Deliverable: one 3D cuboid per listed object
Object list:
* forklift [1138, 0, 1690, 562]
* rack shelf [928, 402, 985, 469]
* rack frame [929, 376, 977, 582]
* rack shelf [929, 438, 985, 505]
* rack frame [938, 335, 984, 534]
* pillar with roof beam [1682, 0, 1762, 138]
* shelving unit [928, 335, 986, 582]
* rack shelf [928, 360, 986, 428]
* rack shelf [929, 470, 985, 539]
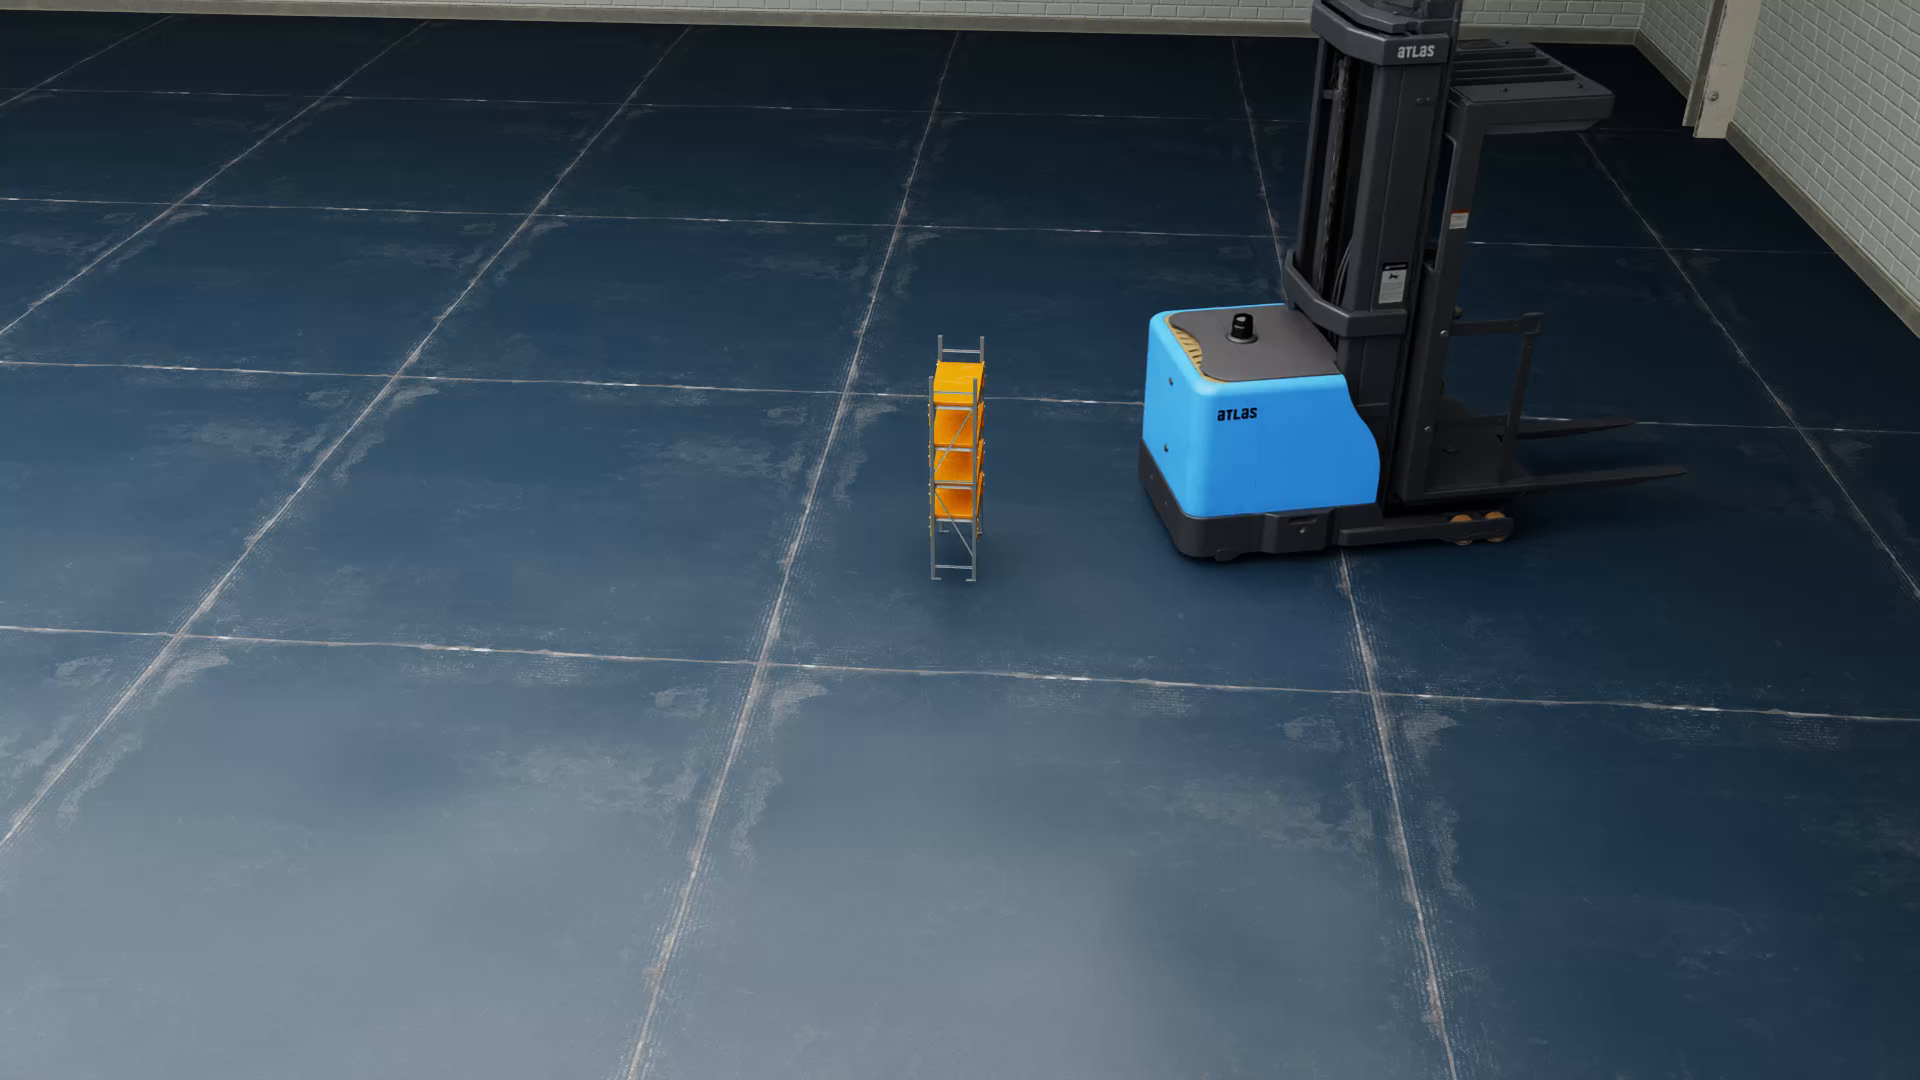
[{"bbox_3d":[2.607,-1.488,8.871,3.031,2.935,1.130,-5,32,-8],"label":"forklift"},{"bbox_3d":[-0.013,-0.557,8.713,0.258,0.148,0.480,2,32,4],"label":"rack shelf"},{"bbox_3d":[-0.033,-0.297,8.588,0.240,1.200,0.015,2,32,4],"label":"rack frame"},{"bbox_3d":[-0.013,-0.367,8.830,0.258,0.148,0.480,2,32,4],"label":"rack shelf"},{"bbox_3d":[0.006,-0.552,9.002,0.240,1.200,0.015,2,32,4],"label":"rack frame"},{"bbox_3d":[2.607,-7.800,13.330,9.100,9.000,0.400,2,32,4],"label":"pillar with roof beam"},{"bbox_3d":[-0.013,-0.424,8.795,0.258,1.200,0.503,2,32,4],"label":"shelving unit"},{"bbox_3d":[-0.013,-0.759,8.589,0.258,0.148,0.480,2,32,4],"label":"rack shelf"},{"bbox_3d":[-0.013,-0.198,8.934,0.258,0.148,0.480,2,32,4],"label":"rack shelf"}]
